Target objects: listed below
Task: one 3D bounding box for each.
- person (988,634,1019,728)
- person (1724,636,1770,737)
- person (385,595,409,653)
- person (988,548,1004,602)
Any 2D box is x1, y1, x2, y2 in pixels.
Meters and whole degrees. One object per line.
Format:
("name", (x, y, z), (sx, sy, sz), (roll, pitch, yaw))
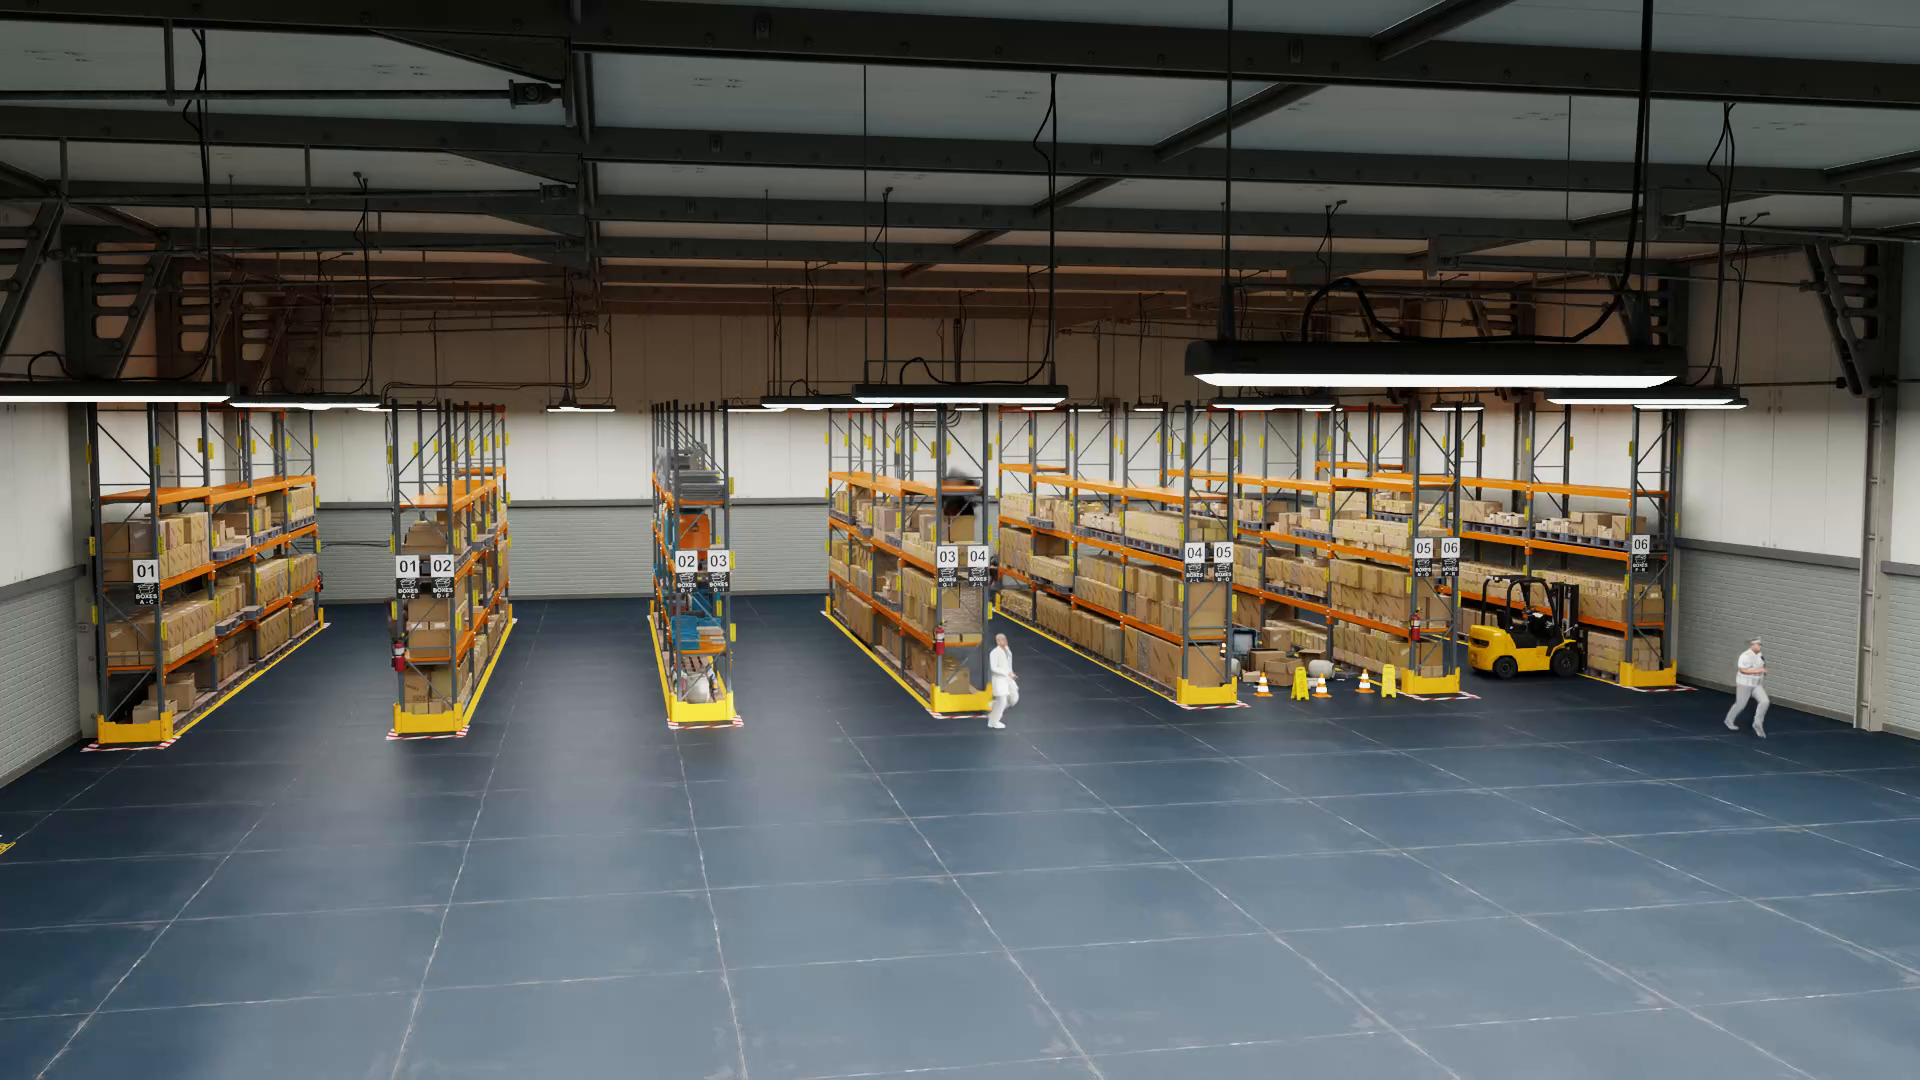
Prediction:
("person", (0.803, 2.562, 30.241), (0.701, 1.732, 0.734), (3, 5, 35))
("person", (14.112, 2.611, 29.788), (0.687, 1.833, 0.879), (-2, 5, -28))
("person", (-12.995, 1.976, 38.595), (0.691, 1.688, 0.799), (-1, 4, -11))
("person", (1.031, 1.108, 49.969), (0.664, 1.739, 0.881), (4, 6, 42))
